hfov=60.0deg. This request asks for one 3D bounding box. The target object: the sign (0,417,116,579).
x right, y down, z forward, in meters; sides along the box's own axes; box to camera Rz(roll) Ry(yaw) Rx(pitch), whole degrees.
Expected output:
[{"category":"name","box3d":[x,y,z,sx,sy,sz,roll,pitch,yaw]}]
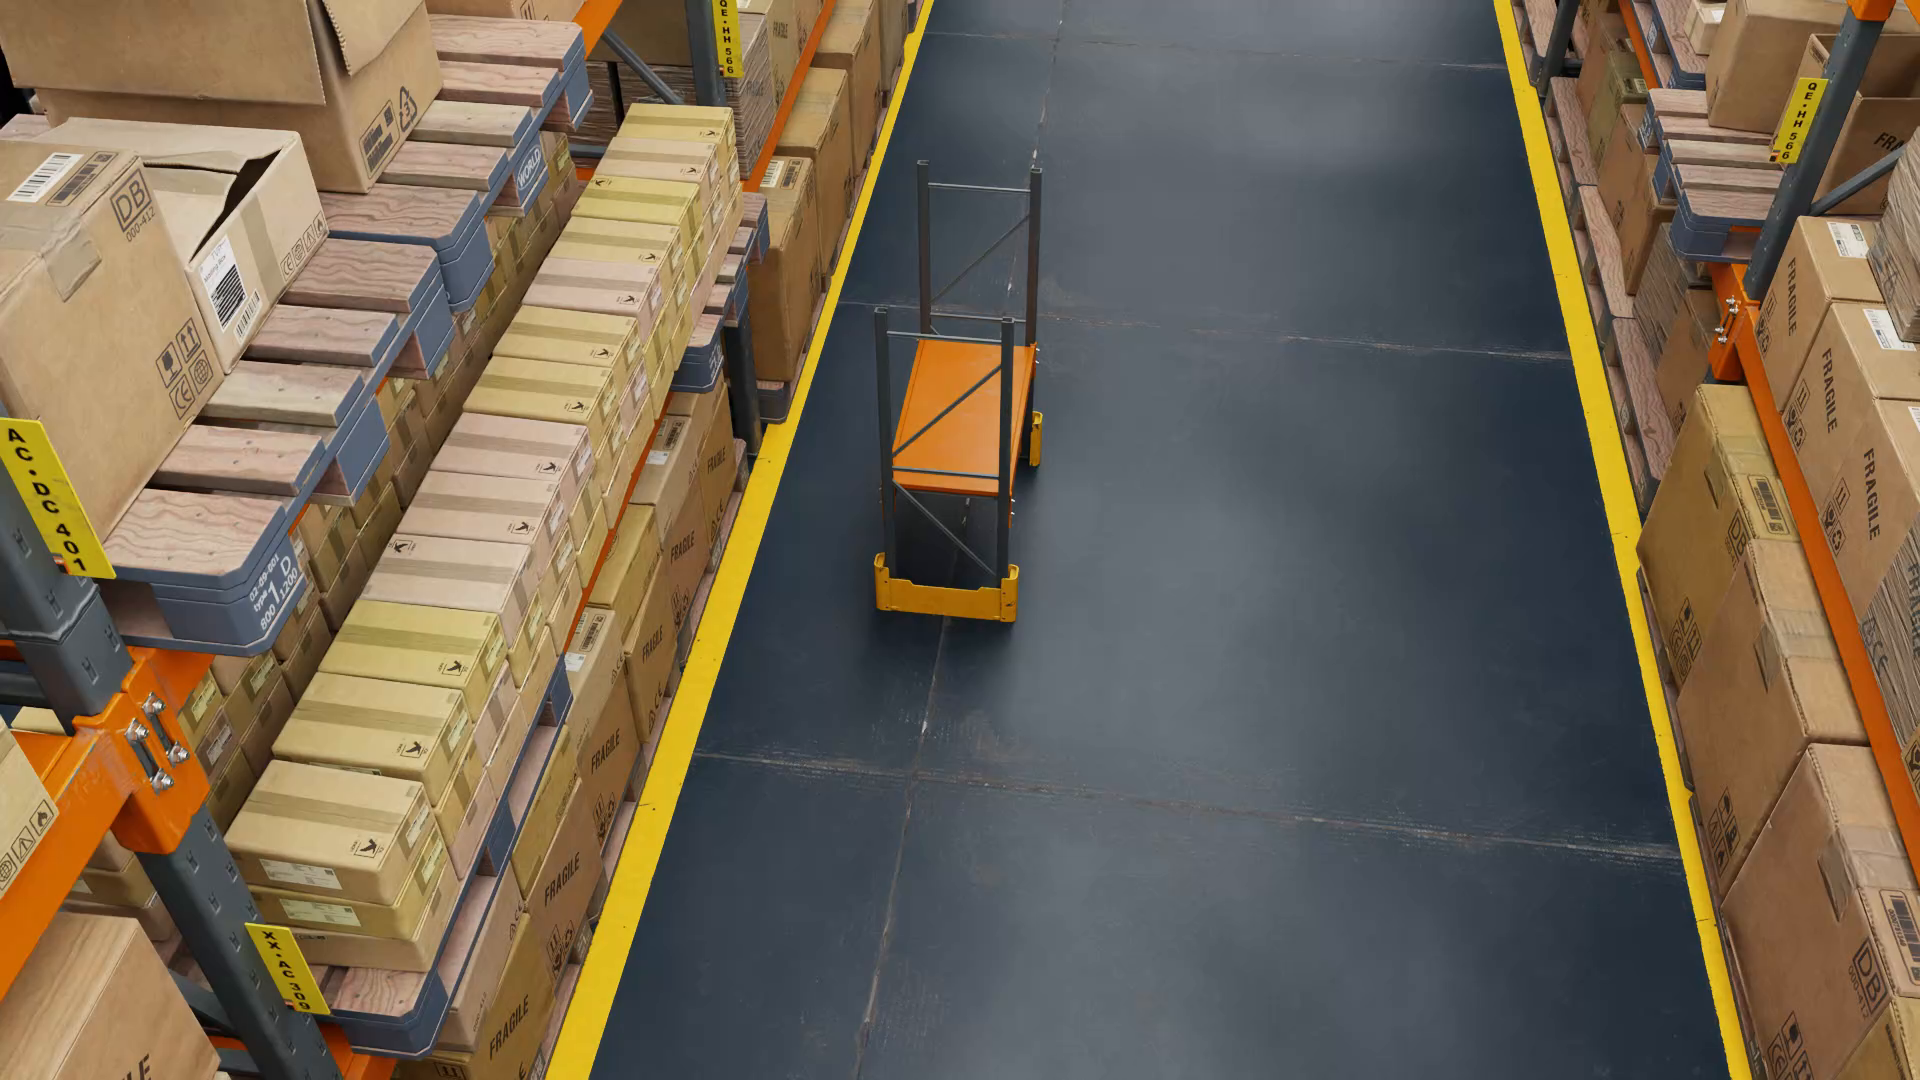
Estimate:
[{"category":"sign","box3d":[-1.410,-0.061,2.575,0.100,0.325,0.005,5,44,6]}]

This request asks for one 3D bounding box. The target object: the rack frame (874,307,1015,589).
[{"category":"rack frame","box3d":[-0.056,-0.256,6.430,0.500,1.500,0.032,5,44,6]}]

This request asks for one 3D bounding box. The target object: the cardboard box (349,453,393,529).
[{"category":"cardboard box","box3d":[-1.921,-0.185,4.925,0.380,0.149,0.250,5,44,6]}]

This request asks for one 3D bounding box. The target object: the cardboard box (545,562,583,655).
[{"category":"cardboard box","box3d":[-1.306,0.180,4.755,0.380,0.149,0.250,3,44,4]}]

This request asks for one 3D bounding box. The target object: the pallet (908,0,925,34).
[{"category":"pallet","box3d":[-0.713,-3.779,11.087,1.003,0.211,1.213,5,44,6]}]

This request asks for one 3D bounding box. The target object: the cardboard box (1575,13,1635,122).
[{"category":"cardboard box","box3d":[3.909,-2.596,9.308,0.700,0.500,0.500,2,43,2]}]

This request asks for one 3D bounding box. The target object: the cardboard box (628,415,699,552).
[{"category":"cardboard box","box3d":[-1.307,-0.236,6.285,0.500,0.250,0.500,6,44,6]}]

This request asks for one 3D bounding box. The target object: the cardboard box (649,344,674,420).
[{"category":"cardboard box","box3d":[-1.169,-0.540,5.516,0.380,0.149,0.250,3,44,4]}]

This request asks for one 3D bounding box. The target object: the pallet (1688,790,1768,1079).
[{"category":"pallet","box3d":[3.140,1.338,5.684,1.003,0.211,1.213,5,44,6]}]

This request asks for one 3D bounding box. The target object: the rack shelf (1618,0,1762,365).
[{"category":"rack shelf","box3d":[3.747,-2.136,7.848,1.077,0.370,4.000,5,44,6]}]

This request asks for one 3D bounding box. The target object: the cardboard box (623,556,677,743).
[{"category":"cardboard box","box3d":[-1.374,0.389,6.170,0.500,0.500,0.500,3,44,4]}]

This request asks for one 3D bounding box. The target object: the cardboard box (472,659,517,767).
[{"category":"cardboard box","box3d":[-1.375,0.423,4.282,0.380,0.149,0.250,6,44,7]}]

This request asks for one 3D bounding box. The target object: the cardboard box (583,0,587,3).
[{"category":"cardboard box","box3d":[-1.297,-1.925,4.847,0.500,0.500,0.500,5,44,6]}]

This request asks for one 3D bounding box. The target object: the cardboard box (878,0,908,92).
[{"category":"cardboard box","box3d":[-0.884,-3.185,9.762,1.050,0.750,0.750,5,44,5]}]

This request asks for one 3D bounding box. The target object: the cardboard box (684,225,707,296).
[{"category":"cardboard box","box3d":[-1.100,-0.984,5.768,0.380,0.149,0.250,6,44,7]}]

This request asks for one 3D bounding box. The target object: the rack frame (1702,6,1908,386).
[{"category":"rack frame","box3d":[3.483,-1.034,6.161,1.000,3.000,0.127,5,44,6]}]

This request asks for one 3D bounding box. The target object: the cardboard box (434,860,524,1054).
[{"category":"cardboard box","box3d":[-1.589,1.175,4.794,0.500,0.250,0.500,3,44,4]}]

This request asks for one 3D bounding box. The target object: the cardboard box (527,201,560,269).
[{"category":"cardboard box","box3d":[-1.715,-1.146,6.156,0.380,0.149,0.250,7,44,8]}]

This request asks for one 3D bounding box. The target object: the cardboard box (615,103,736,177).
[{"category":"cardboard box","box3d":[-1.031,-1.456,6.050,0.380,0.149,0.250,4,44,4]}]

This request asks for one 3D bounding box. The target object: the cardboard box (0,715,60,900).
[{"category":"cardboard box","box3d":[-1.746,0.496,2.472,0.500,0.250,0.500,6,44,7]}]

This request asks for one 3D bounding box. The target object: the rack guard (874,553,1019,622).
[{"category":"rack guard","box3d":[-0.056,0.197,6.860,0.587,0.250,0.087,5,44,6]}]

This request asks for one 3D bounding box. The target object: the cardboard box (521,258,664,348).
[{"category":"cardboard box","box3d":[-1.170,-0.760,5.316,0.380,0.149,0.250,5,44,6]}]

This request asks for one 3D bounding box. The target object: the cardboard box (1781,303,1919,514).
[{"category":"cardboard box","box3d":[3.083,-0.412,5.431,0.500,0.500,0.500,4,44,4]}]

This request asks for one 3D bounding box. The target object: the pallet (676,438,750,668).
[{"category":"pallet","box3d":[-1.525,-0.009,7.106,1.003,0.211,1.213,5,44,6]}]

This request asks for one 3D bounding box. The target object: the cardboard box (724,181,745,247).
[{"category":"cardboard box","box3d":[-1.030,-1.237,6.252,0.380,0.149,0.250,6,44,6]}]

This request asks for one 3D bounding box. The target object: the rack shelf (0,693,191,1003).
[{"category":"rack shelf","box3d":[-2.213,1.707,1.607,1.077,0.370,4.000,5,44,6]}]

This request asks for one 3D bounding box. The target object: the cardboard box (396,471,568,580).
[{"category":"cardboard box","box3d":[-1.305,-0.041,4.557,0.380,0.149,0.250,5,44,5]}]

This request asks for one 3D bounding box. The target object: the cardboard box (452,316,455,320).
[{"category":"cardboard box","box3d":[-1.813,-0.819,5.378,0.380,0.149,0.250,7,44,7]}]

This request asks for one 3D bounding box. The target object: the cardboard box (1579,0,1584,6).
[{"category":"cardboard box","box3d":[4.172,-3.665,10.452,0.500,0.500,0.500,19,46,19]}]

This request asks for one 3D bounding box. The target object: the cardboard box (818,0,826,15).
[{"category":"cardboard box","box3d":[-0.894,-2.902,8.060,0.500,0.500,0.500,5,44,5]}]

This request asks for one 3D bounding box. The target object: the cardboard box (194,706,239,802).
[{"category":"cardboard box","box3d":[-2.058,0.534,4.165,0.380,0.149,0.250,6,44,6]}]

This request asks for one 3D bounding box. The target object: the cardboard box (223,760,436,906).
[{"category":"cardboard box","box3d":[-1.441,0.668,3.807,0.380,0.149,0.250,7,44,8]}]

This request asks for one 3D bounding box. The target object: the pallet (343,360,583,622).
[{"category":"pallet","box3d":[-1.641,-0.132,5.347,1.003,0.211,1.213,5,44,6]}]

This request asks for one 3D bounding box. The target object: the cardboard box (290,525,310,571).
[{"category":"cardboard box","box3d":[-1.984,0.065,4.444,0.380,0.149,0.250,5,44,5]}]

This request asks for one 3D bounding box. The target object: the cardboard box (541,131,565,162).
[{"category":"cardboard box","box3d":[-1.674,-1.531,6.130,0.380,0.149,0.250,5,44,6]}]

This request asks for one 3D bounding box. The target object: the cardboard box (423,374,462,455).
[{"category":"cardboard box","box3d":[-1.853,-0.425,5.394,0.380,0.149,0.250,6,44,6]}]

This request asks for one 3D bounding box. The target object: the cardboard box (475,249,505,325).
[{"category":"cardboard box","box3d":[-1.782,-0.873,5.651,0.380,0.149,0.250,5,44,6]}]

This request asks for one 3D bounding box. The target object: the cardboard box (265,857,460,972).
[{"category":"cardboard box","box3d":[-1.441,0.884,4.012,0.380,0.149,0.250,3,44,3]}]

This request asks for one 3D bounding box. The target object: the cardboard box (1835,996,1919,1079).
[{"category":"cardboard box","box3d":[3.019,1.873,4.330,1.225,0.875,0.875,5,44,6]}]

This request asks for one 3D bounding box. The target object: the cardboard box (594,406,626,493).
[{"category":"cardboard box","box3d":[-1.236,-0.290,5.036,0.380,0.149,0.250,4,44,5]}]

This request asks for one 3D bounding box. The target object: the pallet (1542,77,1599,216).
[{"category":"pallet","box3d":[3.910,-2.217,9.438,1.003,0.211,1.213,5,44,6]}]

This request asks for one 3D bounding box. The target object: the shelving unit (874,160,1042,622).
[{"category":"shelving unit","box3d":[0.010,-0.597,6.789,0.587,1.500,1.083,5,44,6]}]

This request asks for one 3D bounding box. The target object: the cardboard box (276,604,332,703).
[{"category":"cardboard box","box3d":[-1.991,0.304,4.624,0.380,0.149,0.250,3,44,3]}]

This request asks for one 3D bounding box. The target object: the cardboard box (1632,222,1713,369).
[{"category":"cardboard box","box3d":[3.612,-1.124,7.754,0.700,0.500,0.500,2,43,2]}]

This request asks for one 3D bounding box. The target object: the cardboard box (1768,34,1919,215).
[{"category":"cardboard box","box3d":[3.515,-1.595,6.375,0.500,0.500,0.500,0,43,0]}]

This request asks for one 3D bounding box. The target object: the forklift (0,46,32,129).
[{"category":"forklift","box3d":[-3.367,-1.758,6.975,1.130,2.935,3.031,4,44,4]}]
